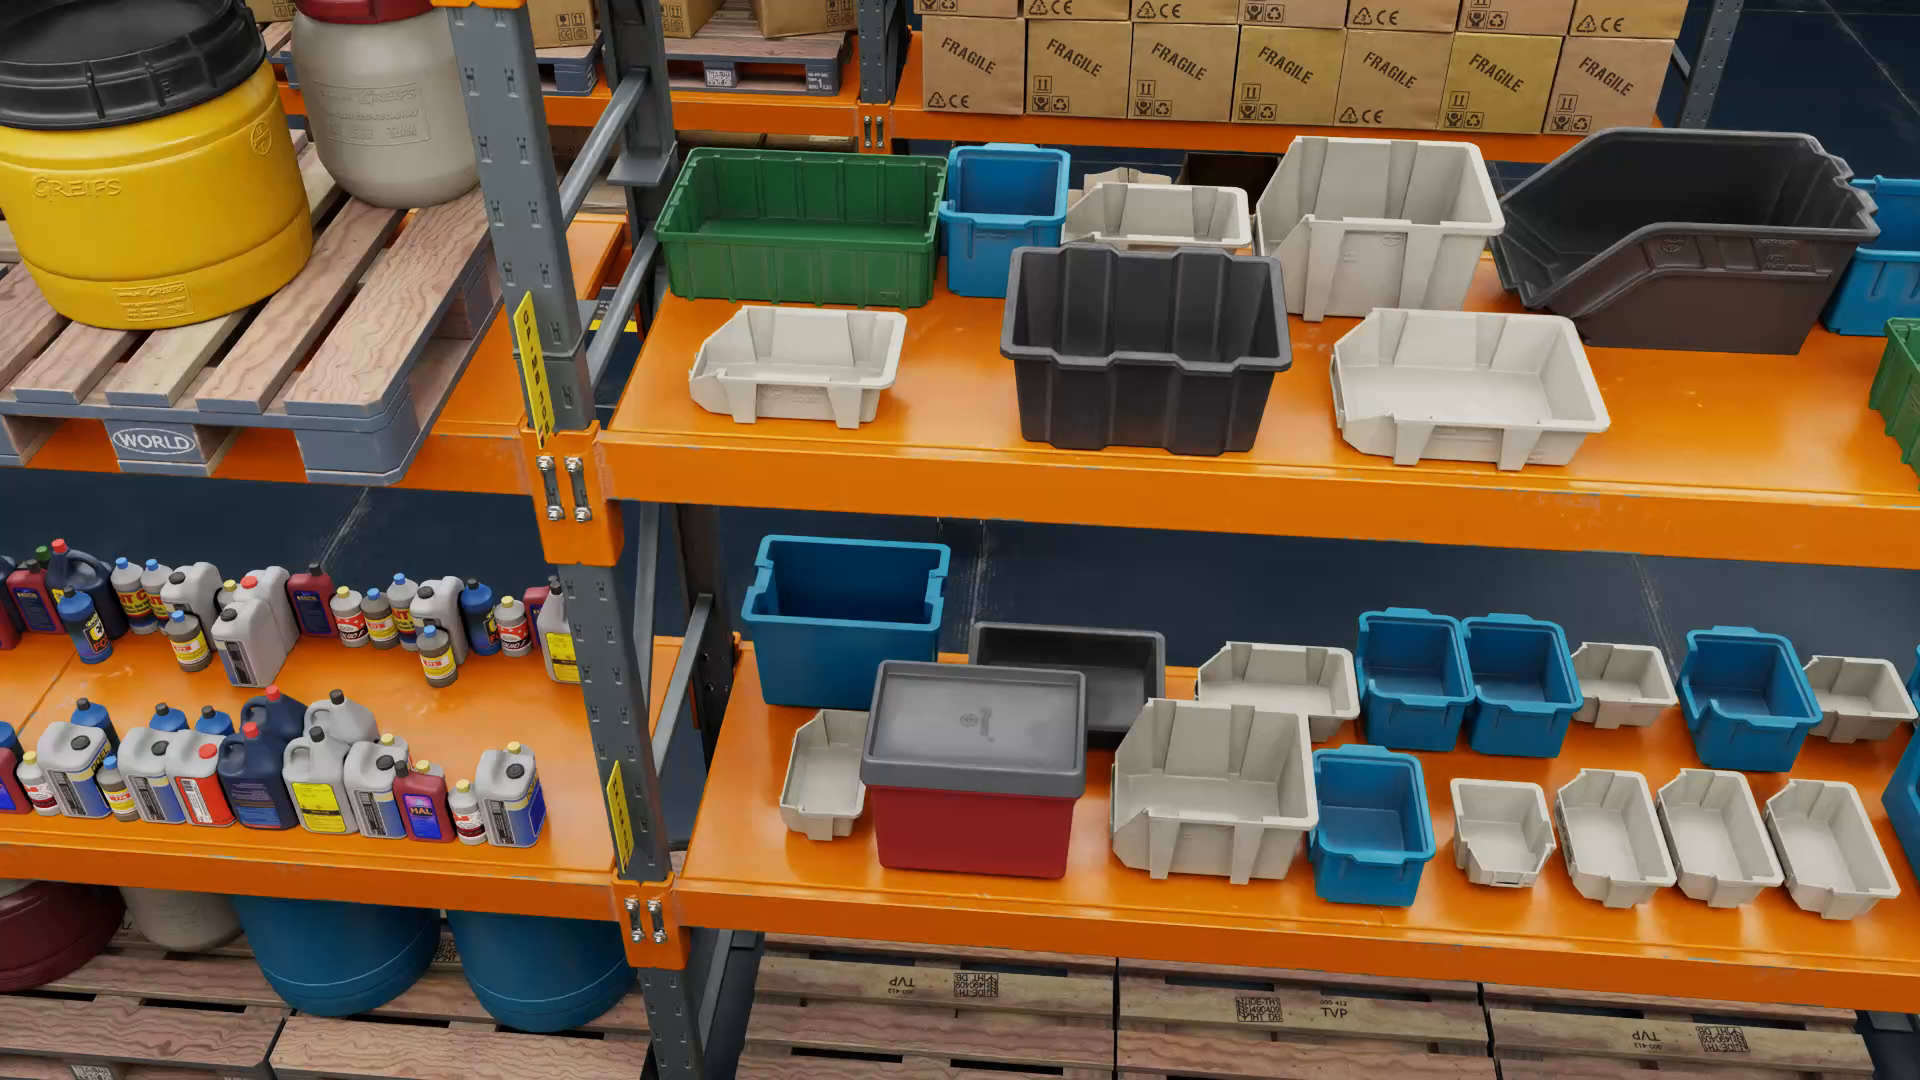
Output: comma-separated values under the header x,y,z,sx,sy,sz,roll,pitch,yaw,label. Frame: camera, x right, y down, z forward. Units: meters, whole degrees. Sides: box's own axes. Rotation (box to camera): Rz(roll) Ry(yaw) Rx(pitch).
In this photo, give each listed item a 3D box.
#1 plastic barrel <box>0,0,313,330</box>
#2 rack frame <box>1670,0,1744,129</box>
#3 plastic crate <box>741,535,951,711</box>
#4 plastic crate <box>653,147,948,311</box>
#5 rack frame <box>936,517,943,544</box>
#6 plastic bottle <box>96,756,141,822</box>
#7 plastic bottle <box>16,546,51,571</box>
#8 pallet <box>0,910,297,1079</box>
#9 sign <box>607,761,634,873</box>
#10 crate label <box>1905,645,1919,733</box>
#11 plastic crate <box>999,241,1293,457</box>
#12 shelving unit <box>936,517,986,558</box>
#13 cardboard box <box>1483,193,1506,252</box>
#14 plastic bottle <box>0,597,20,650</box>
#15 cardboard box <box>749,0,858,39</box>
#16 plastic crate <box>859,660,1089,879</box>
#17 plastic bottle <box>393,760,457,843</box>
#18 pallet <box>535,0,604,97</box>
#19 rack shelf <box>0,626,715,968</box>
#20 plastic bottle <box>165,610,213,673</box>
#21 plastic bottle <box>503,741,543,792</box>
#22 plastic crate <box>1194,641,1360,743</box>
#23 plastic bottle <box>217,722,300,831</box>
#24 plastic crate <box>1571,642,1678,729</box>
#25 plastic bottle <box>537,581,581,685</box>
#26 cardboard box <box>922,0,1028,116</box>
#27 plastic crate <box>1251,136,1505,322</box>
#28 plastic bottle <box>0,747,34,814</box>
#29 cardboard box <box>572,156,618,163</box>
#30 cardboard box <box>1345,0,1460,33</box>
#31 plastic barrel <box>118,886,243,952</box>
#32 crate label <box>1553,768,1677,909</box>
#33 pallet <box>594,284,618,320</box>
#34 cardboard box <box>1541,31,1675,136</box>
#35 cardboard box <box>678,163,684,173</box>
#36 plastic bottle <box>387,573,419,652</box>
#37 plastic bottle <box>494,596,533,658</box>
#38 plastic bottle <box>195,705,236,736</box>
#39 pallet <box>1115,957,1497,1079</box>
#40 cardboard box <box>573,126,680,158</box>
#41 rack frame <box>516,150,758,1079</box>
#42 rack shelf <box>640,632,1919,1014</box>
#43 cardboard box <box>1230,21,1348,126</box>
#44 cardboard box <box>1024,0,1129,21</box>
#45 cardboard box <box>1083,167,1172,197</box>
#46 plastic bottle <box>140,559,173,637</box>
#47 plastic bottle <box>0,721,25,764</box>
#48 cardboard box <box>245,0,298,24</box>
x,y,z,sx,sy,sz,roll,pitch,yaw,label
-1.750,-0.845,3.555,0.600,0.588,0.600,0,39,0,plastic barrel
3.593,-2.421,8.349,0.127,3.000,1.000,3,39,4,rack frame
-0.329,0.270,5.008,0.575,0.384,0.392,3,39,4,plastic crate
-0.375,-0.772,4.114,0.662,0.188,0.450,3,39,4,plastic crate
-0.093,-0.354,7.472,0.006,0.900,0.240,3,39,4,rack frame
-2.362,0.691,4.682,0.097,0.201,0.097,0,39,0,plastic bottle
-2.913,0.137,5.299,0.133,0.283,0.061,3,39,4,plastic bottle
-2.807,1.424,5.833,1.213,0.211,1.003,3,39,4,pallet
-0.873,0.714,4.277,0.005,0.325,0.100,3,39,4,sign
2.944,0.515,4.826,0.303,0.233,0.416,3,39,4,crate label
0.391,-0.397,3.589,0.590,0.269,0.497,3,39,4,plastic crate
0.008,-0.349,7.465,0.210,0.900,0.258,3,39,4,shelving unit
3.030,-1.497,8.845,0.500,0.500,0.500,3,39,4,cardboard box
-3.058,0.220,5.196,0.133,0.283,0.061,3,39,4,plastic bottle
-0.845,-3.007,8.657,0.500,0.500,0.700,-9,40,-11,cardboard box
0.045,0.634,4.497,0.583,0.464,0.402,3,39,4,plastic crate
-1.478,0.719,4.583,0.133,0.283,0.061,3,39,4,plastic bottle
-2.439,-2.680,8.818,1.213,0.211,1.003,3,39,4,pallet
-2.816,0.646,5.150,4.000,0.370,1.077,3,39,4,rack shelf
-2.397,0.304,5.157,0.097,0.201,0.097,0,39,0,plastic bottle
-1.252,0.655,4.726,0.097,0.201,0.097,0,39,0,plastic bottle
0.938,0.461,4.969,0.466,0.136,0.293,3,39,4,plastic crate
-1.951,0.641,4.626,0.185,0.351,0.144,3,39,4,plastic bottle
1.956,0.446,4.988,0.298,0.136,0.250,3,39,4,plastic crate
-1.186,0.270,5.082,0.185,0.351,0.144,3,39,4,plastic bottle
0.092,-2.479,8.340,0.500,0.500,0.500,4,39,5,cardboard box
0.980,-0.739,3.999,0.530,0.282,0.437,3,39,4,plastic crate
-2.710,0.652,4.666,0.133,0.283,0.061,3,39,4,plastic bottle
-1.883,-2.074,9.554,0.500,0.500,0.500,4,39,4,cardboard box
2.106,-2.752,7.883,0.500,0.500,0.500,4,39,5,cardboard box
-2.624,1.112,5.646,0.421,0.512,0.421,0,39,0,plastic barrel
1.767,0.817,4.531,0.243,0.136,0.396,3,39,4,crate label
-2.424,-1.643,9.601,1.213,0.211,1.003,3,39,4,pallet
3.123,-2.313,8.137,0.500,0.500,0.500,4,39,5,cardboard box
-1.400,-1.719,9.118,0.500,0.500,0.500,3,39,4,cardboard box
-1.729,0.217,5.209,0.097,0.271,0.097,0,39,0,plastic bottle
-1.401,0.263,5.209,0.097,0.201,0.097,0,39,0,plastic bottle
-2.118,0.581,4.762,0.097,0.271,0.097,0,39,0,plastic bottle
1.131,1.638,5.571,1.213,0.211,1.003,3,39,4,pallet
-1.849,-2.365,9.317,0.500,0.250,0.500,3,39,4,cardboard box
-0.823,0.476,4.789,0.127,3.000,1.000,3,39,4,rack frame
1.169,0.864,4.883,4.000,0.370,1.077,3,39,4,rack shelf
1.608,-2.398,8.240,0.500,0.500,0.500,3,39,3,cardboard box
0.567,-2.835,7.986,0.500,0.500,0.500,2,39,2,cardboard box
0.947,-1.874,9.457,0.500,0.311,0.500,3,39,4,cardboard box
-2.518,0.174,5.262,0.097,0.271,0.097,0,39,0,plastic bottle
-2.721,0.606,4.732,0.097,0.271,0.097,0,39,0,plastic bottle
-3.740,-3.095,8.765,0.500,0.500,0.700,-9,40,-11,cardboard box
